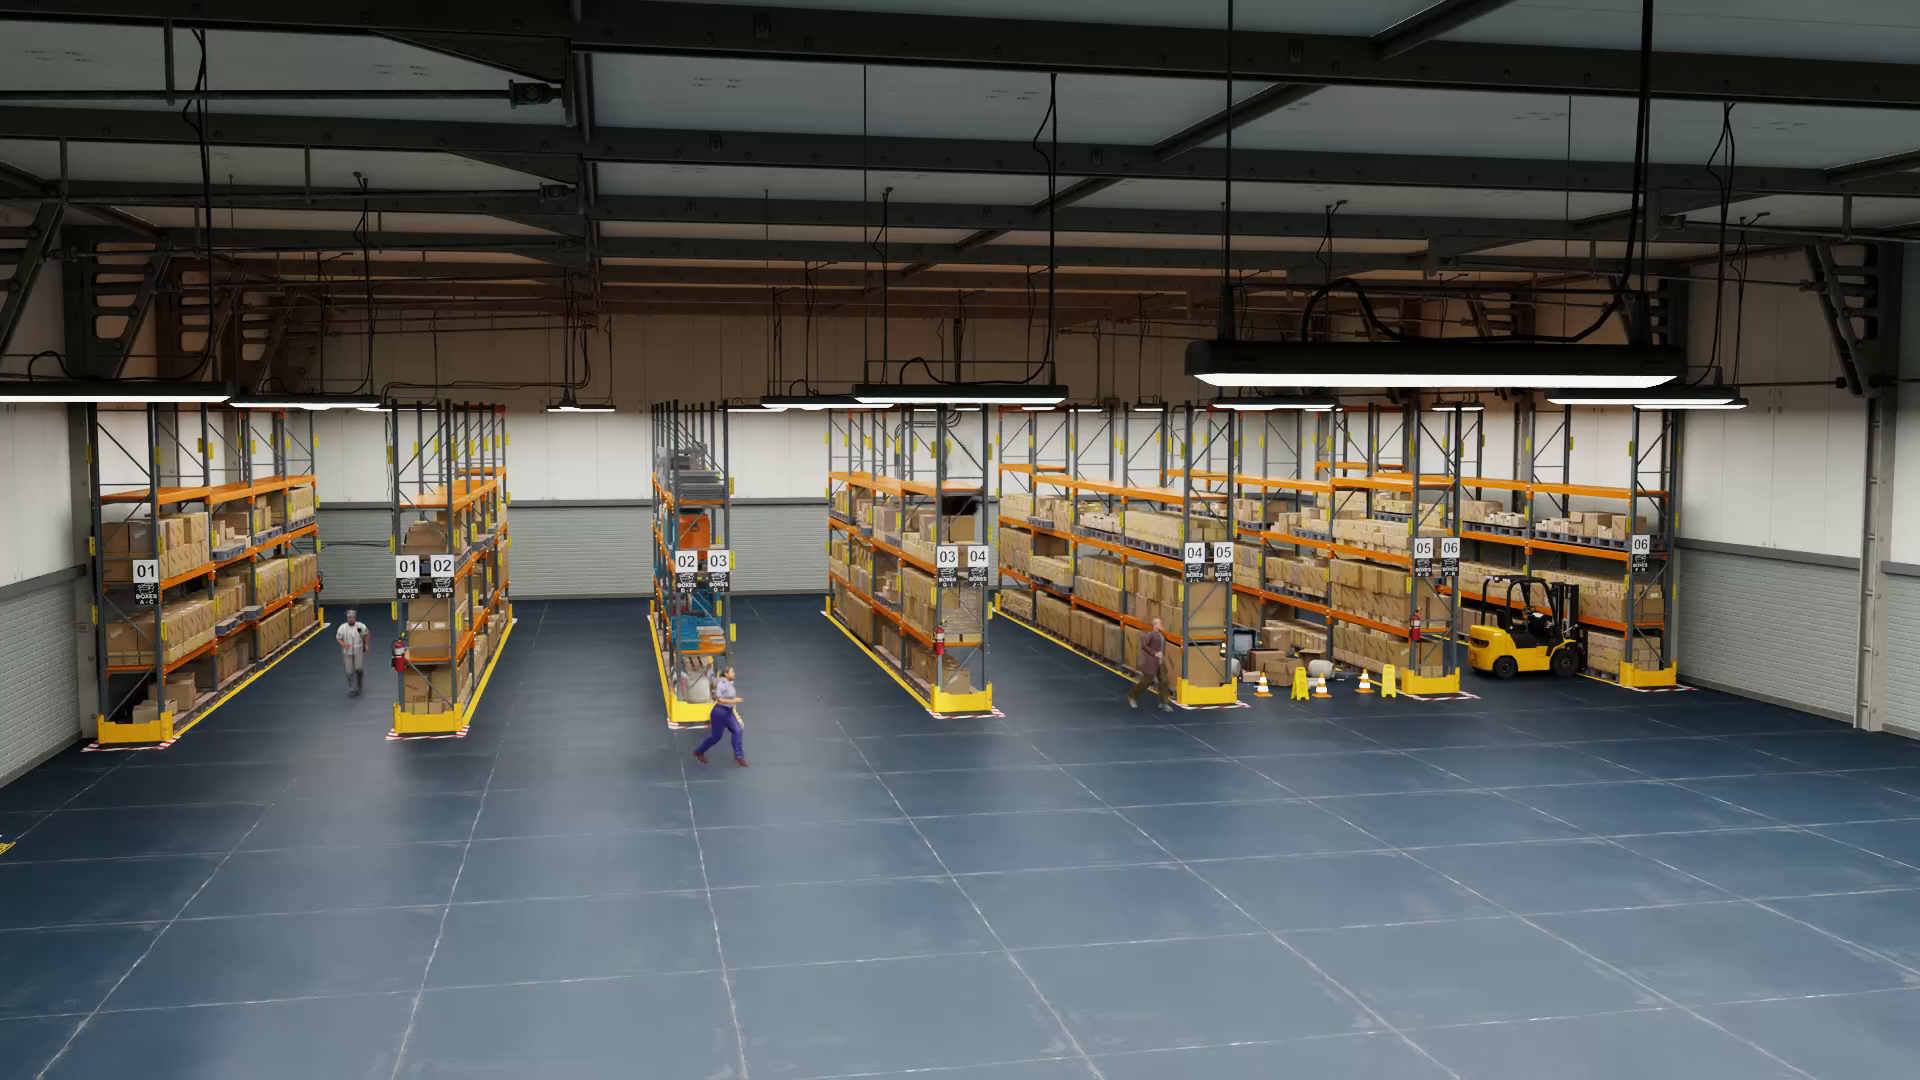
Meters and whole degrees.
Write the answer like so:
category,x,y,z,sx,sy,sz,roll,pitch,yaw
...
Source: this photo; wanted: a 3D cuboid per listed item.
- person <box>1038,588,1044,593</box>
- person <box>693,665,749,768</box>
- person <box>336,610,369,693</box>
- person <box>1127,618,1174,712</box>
category,x,y,z,sx,sy,sz,roll,pitch,yaw
person,2.675,1.101,50.414,0.772,1.719,0.547,-2,5,-23
person,-3.892,2.874,27.054,0.936,1.685,0.627,1,4,8
person,-12.388,2.286,33.959,0.642,1.733,0.729,-2,5,-21
person,3.809,2.400,32.280,1.038,1.761,0.760,4,6,42
